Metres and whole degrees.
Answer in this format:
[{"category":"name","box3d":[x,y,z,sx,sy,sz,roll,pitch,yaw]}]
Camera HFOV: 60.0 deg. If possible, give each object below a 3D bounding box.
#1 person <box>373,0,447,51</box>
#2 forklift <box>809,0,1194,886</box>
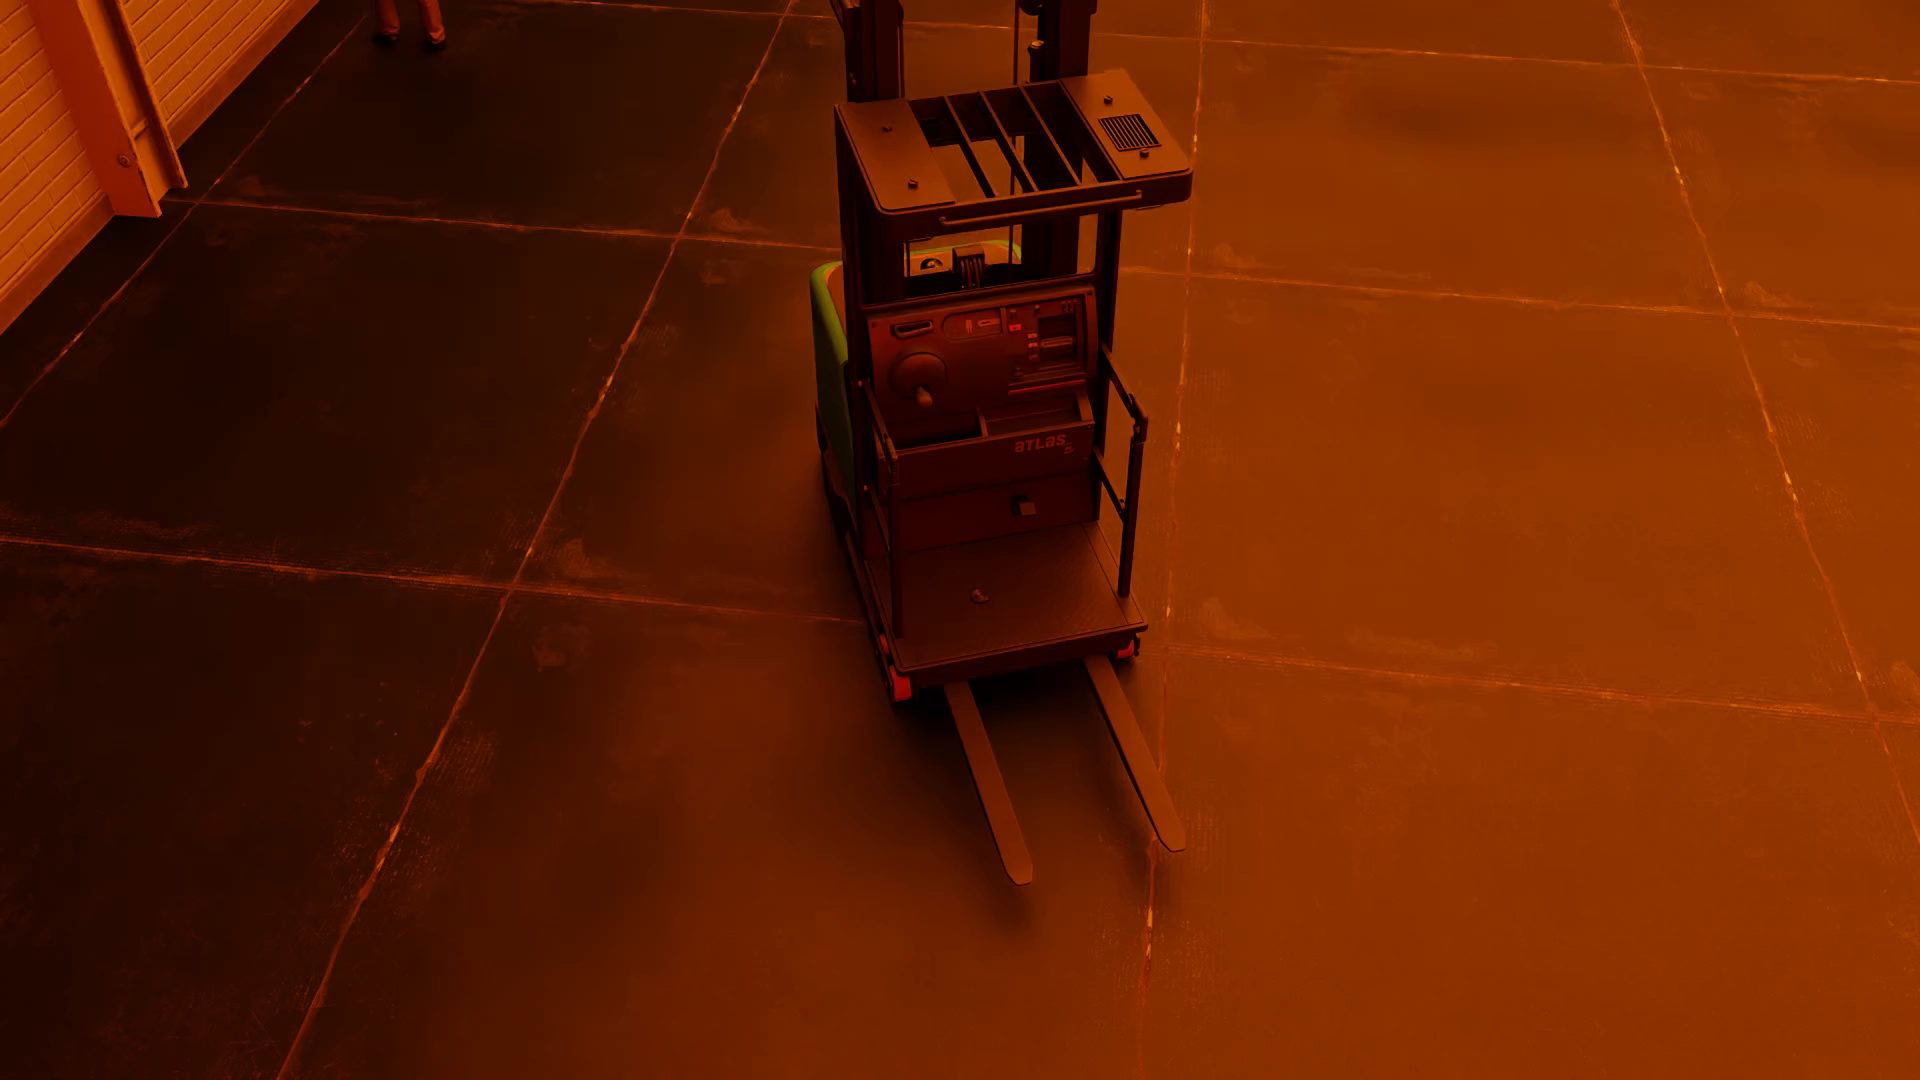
[{"category":"person","box3d":[-3.823,-4.148,11.170,0.615,1.748,0.526,-17,45,-18]},{"category":"forklift","box3d":[0.153,-0.681,6.465,1.130,2.935,3.031,-10,44,-11]}]
